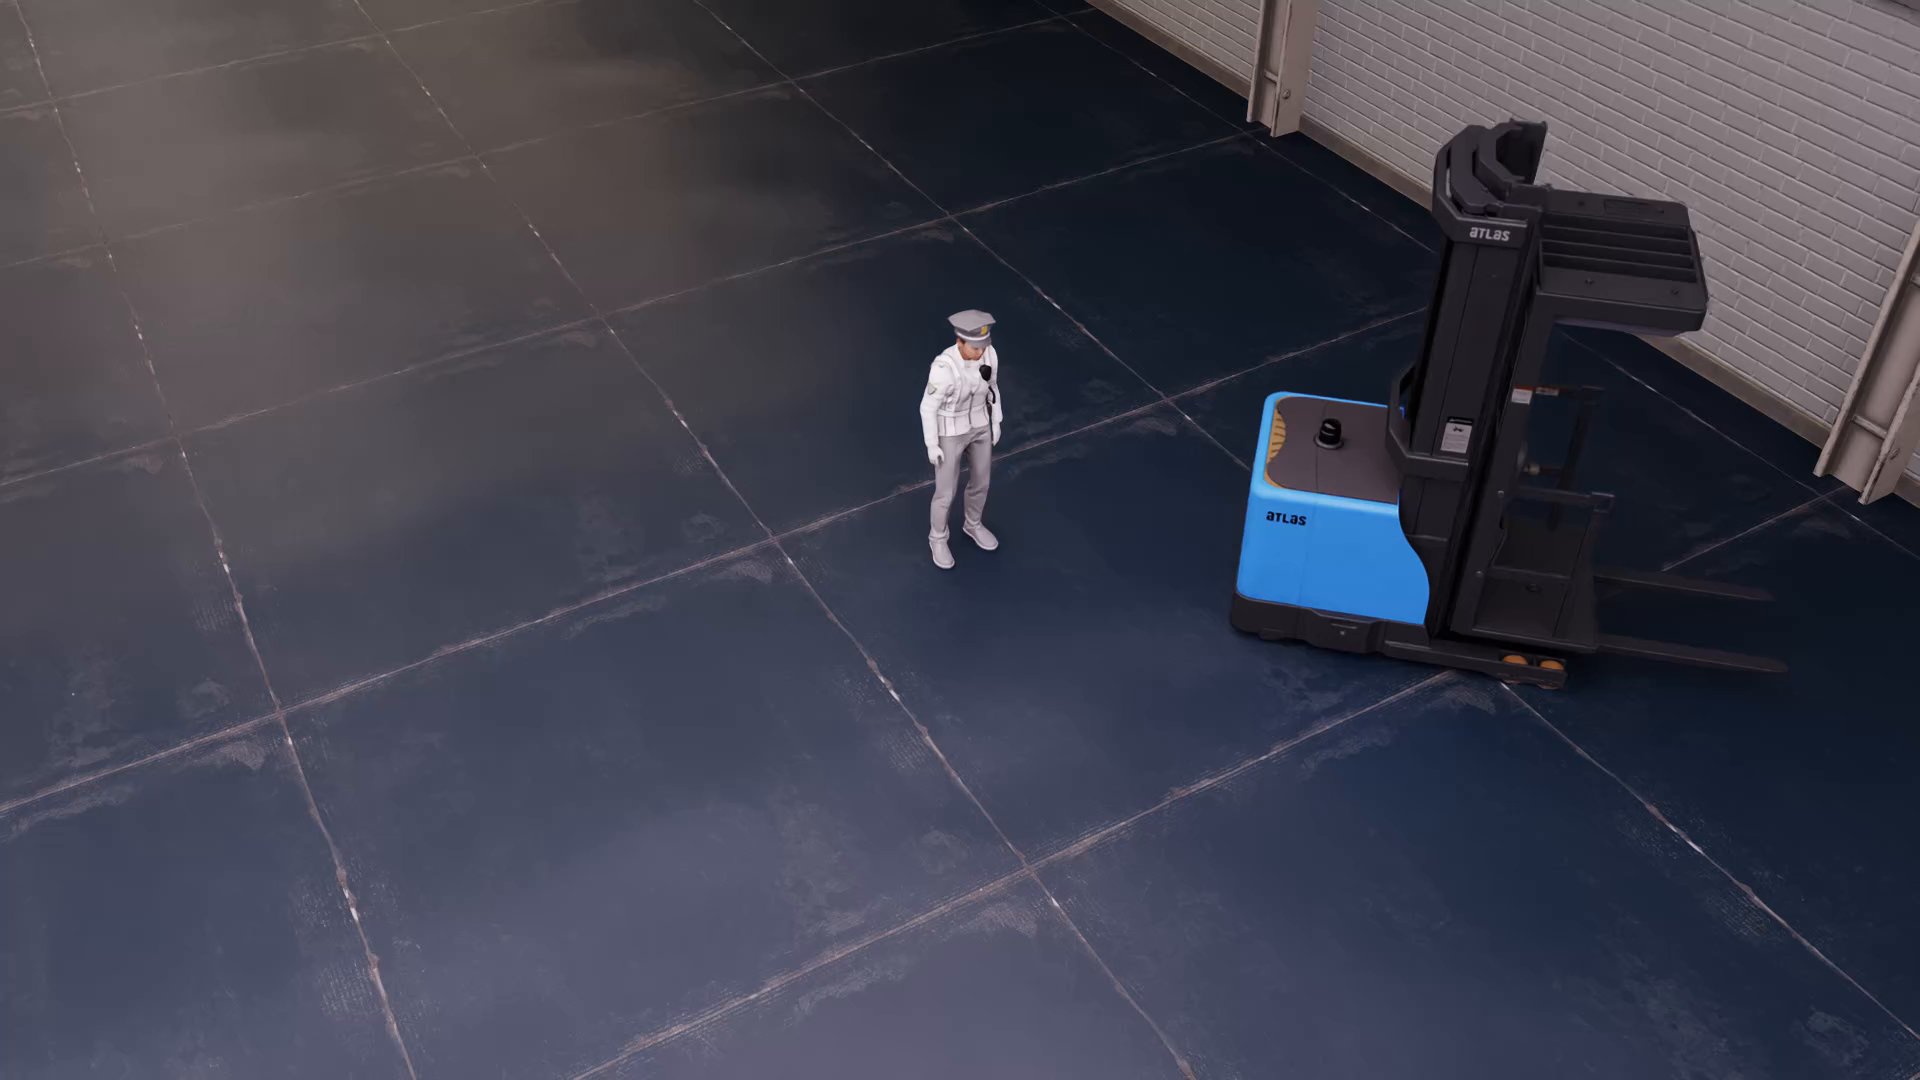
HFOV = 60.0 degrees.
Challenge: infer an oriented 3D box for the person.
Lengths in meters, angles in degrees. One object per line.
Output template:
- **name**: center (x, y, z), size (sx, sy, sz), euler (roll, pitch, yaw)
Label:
- **person**: center (0.024, -0.626, 9.786), size (0.529, 1.663, 0.372), euler (-22, 44, -24)

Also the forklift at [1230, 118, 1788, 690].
- **forklift**: center (3.142, -0.665, 8.837), size (3.031, 2.935, 1.130), euler (9, 40, 10)
